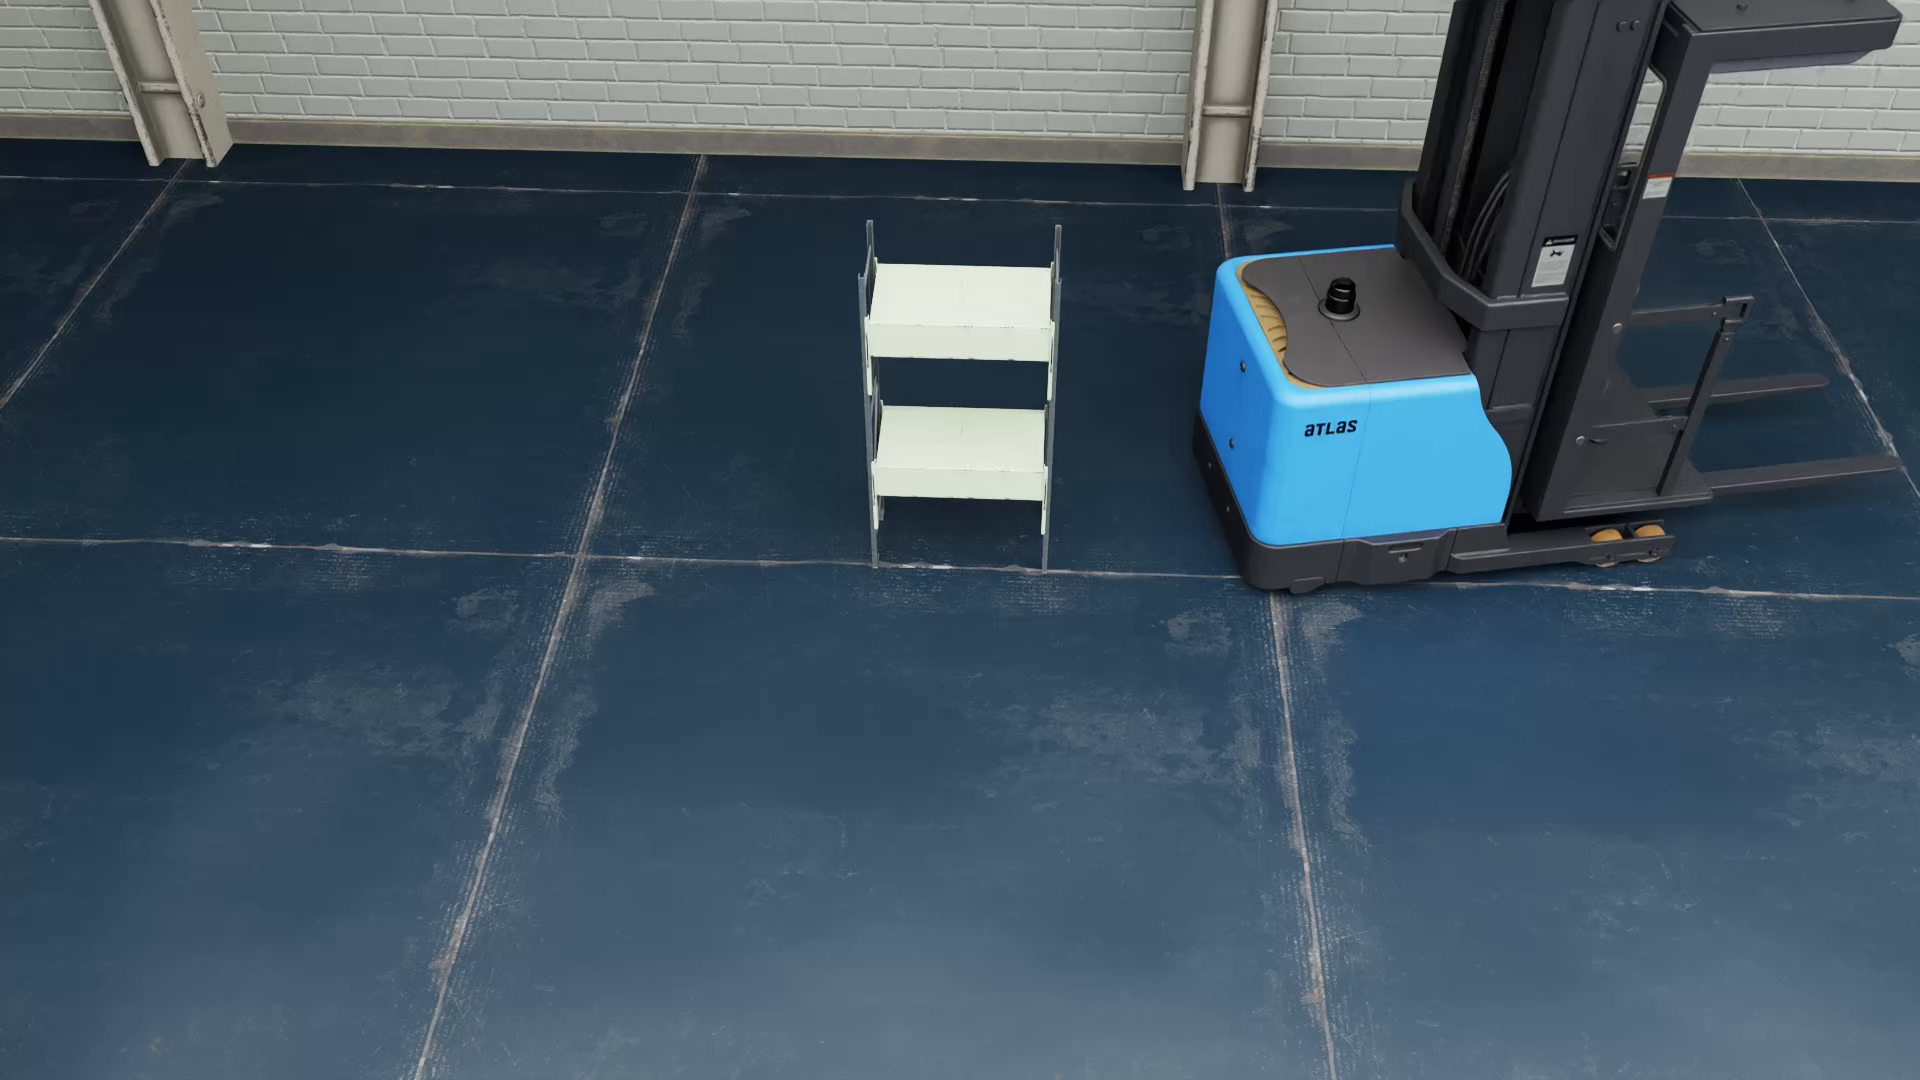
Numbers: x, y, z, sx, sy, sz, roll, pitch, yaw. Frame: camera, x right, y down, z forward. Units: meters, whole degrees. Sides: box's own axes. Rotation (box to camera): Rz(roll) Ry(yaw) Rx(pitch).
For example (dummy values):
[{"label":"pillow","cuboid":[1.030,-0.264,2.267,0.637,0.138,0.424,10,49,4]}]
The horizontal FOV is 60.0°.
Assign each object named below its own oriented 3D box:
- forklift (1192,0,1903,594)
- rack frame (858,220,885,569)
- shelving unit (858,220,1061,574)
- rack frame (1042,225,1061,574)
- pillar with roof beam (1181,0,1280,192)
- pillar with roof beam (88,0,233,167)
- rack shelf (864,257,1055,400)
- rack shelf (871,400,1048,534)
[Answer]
[{"label":"forklift","cuboid":[2.633,-1.309,6.590,3.031,2.935,1.130,-6,43,-6]},{"label":"rack frame","cuboid":[-0.359,-0.560,6.836,0.023,1.500,0.400,2,43,2]},{"label":"shelving unit","cuboid":[0.007,-0.549,6.824,0.755,1.500,0.431,2,43,2]},{"label":"rack frame","cuboid":[0.372,-0.537,6.812,0.023,1.500,0.400,2,43,2]},{"label":"pillar with roof beam","cuboid":[1.285,-2.456,3.369,0.400,9.000,9.100,2,43,2]},{"label":"pillar with roof beam","cuboid":[-4.709,-2.640,3.567,0.400,9.000,9.100,2,43,2]},{"label":"rack shelf","cuboid":[0.007,-0.834,6.558,0.720,0.370,0.431,2,43,2]},{"label":"rack shelf","cuboid":[0.007,-0.310,7.046,0.720,0.370,0.431,2,43,2]}]
